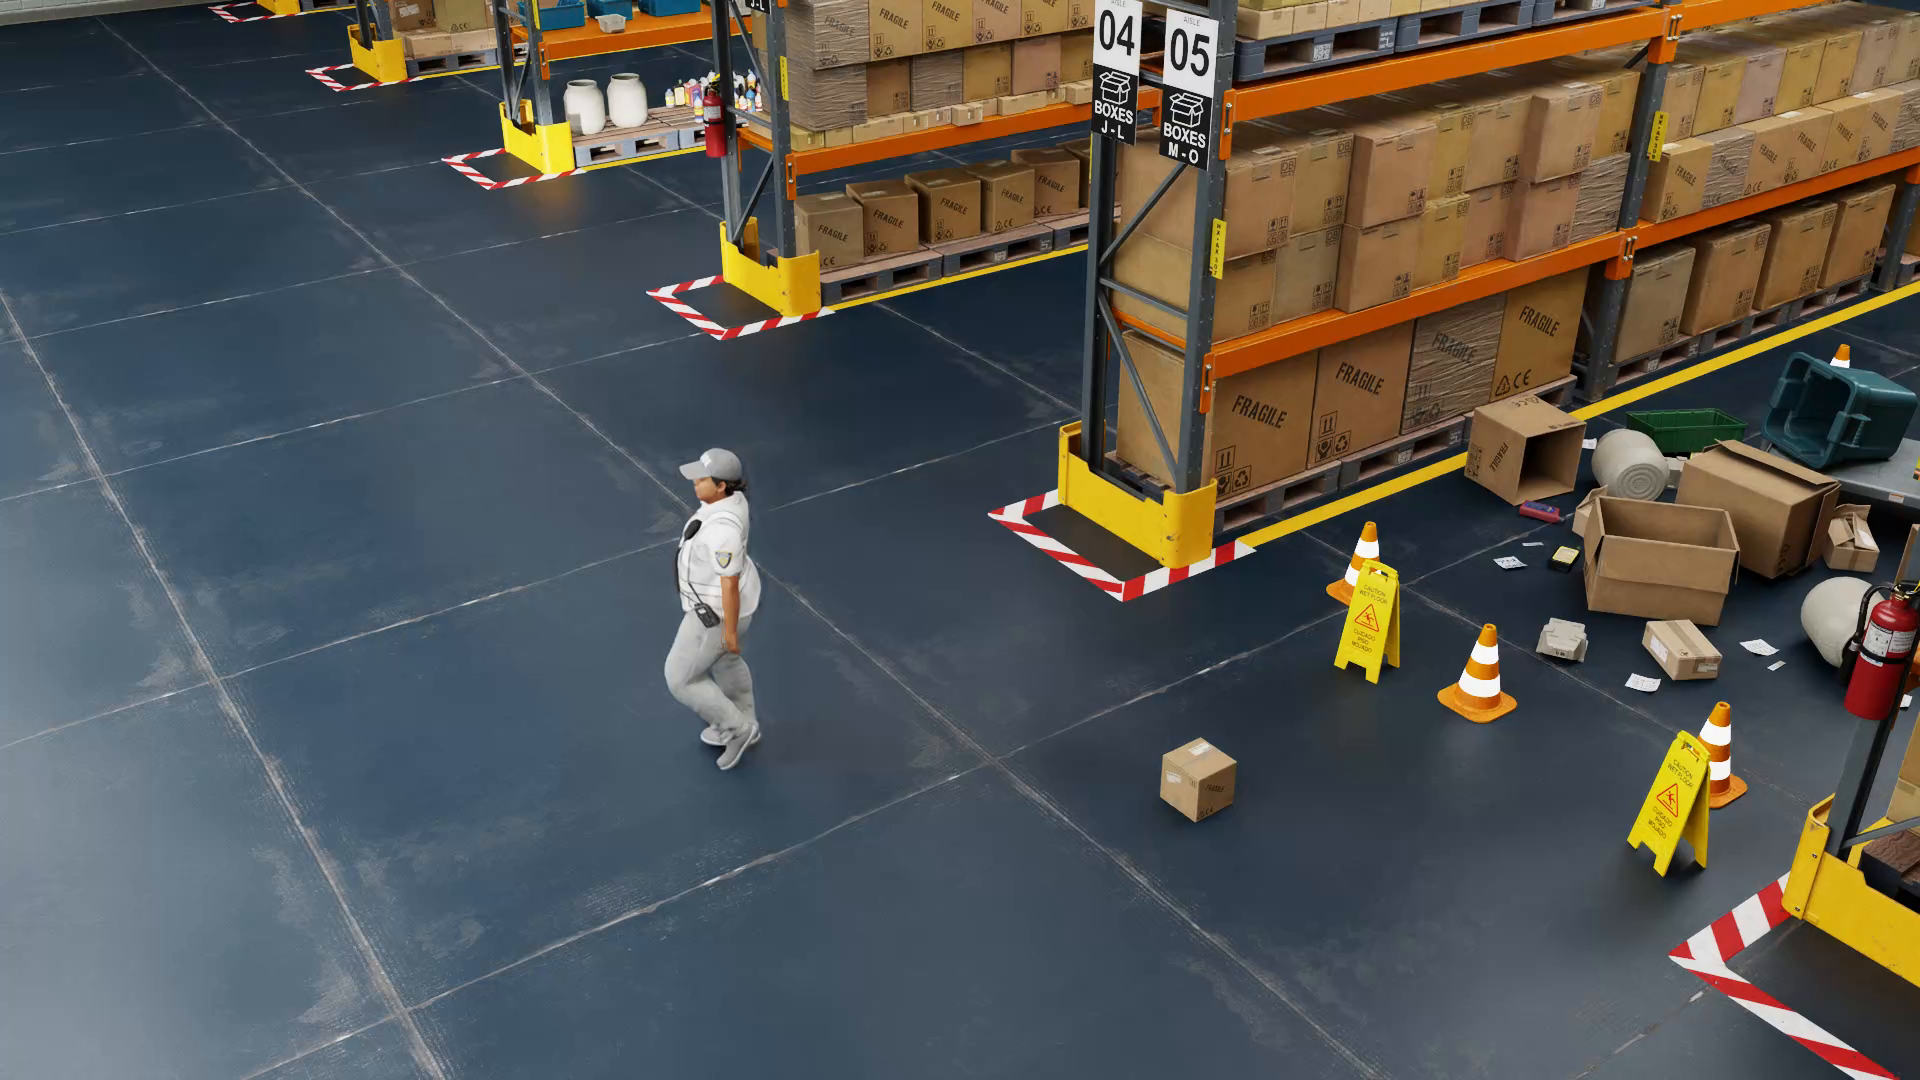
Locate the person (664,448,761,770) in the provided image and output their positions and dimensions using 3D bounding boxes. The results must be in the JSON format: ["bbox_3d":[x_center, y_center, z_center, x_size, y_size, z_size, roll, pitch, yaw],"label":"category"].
[{"bbox_3d":[-1.188,0.331,7.998,0.455,1.680,0.481,1,29,2],"label":"person"}]
